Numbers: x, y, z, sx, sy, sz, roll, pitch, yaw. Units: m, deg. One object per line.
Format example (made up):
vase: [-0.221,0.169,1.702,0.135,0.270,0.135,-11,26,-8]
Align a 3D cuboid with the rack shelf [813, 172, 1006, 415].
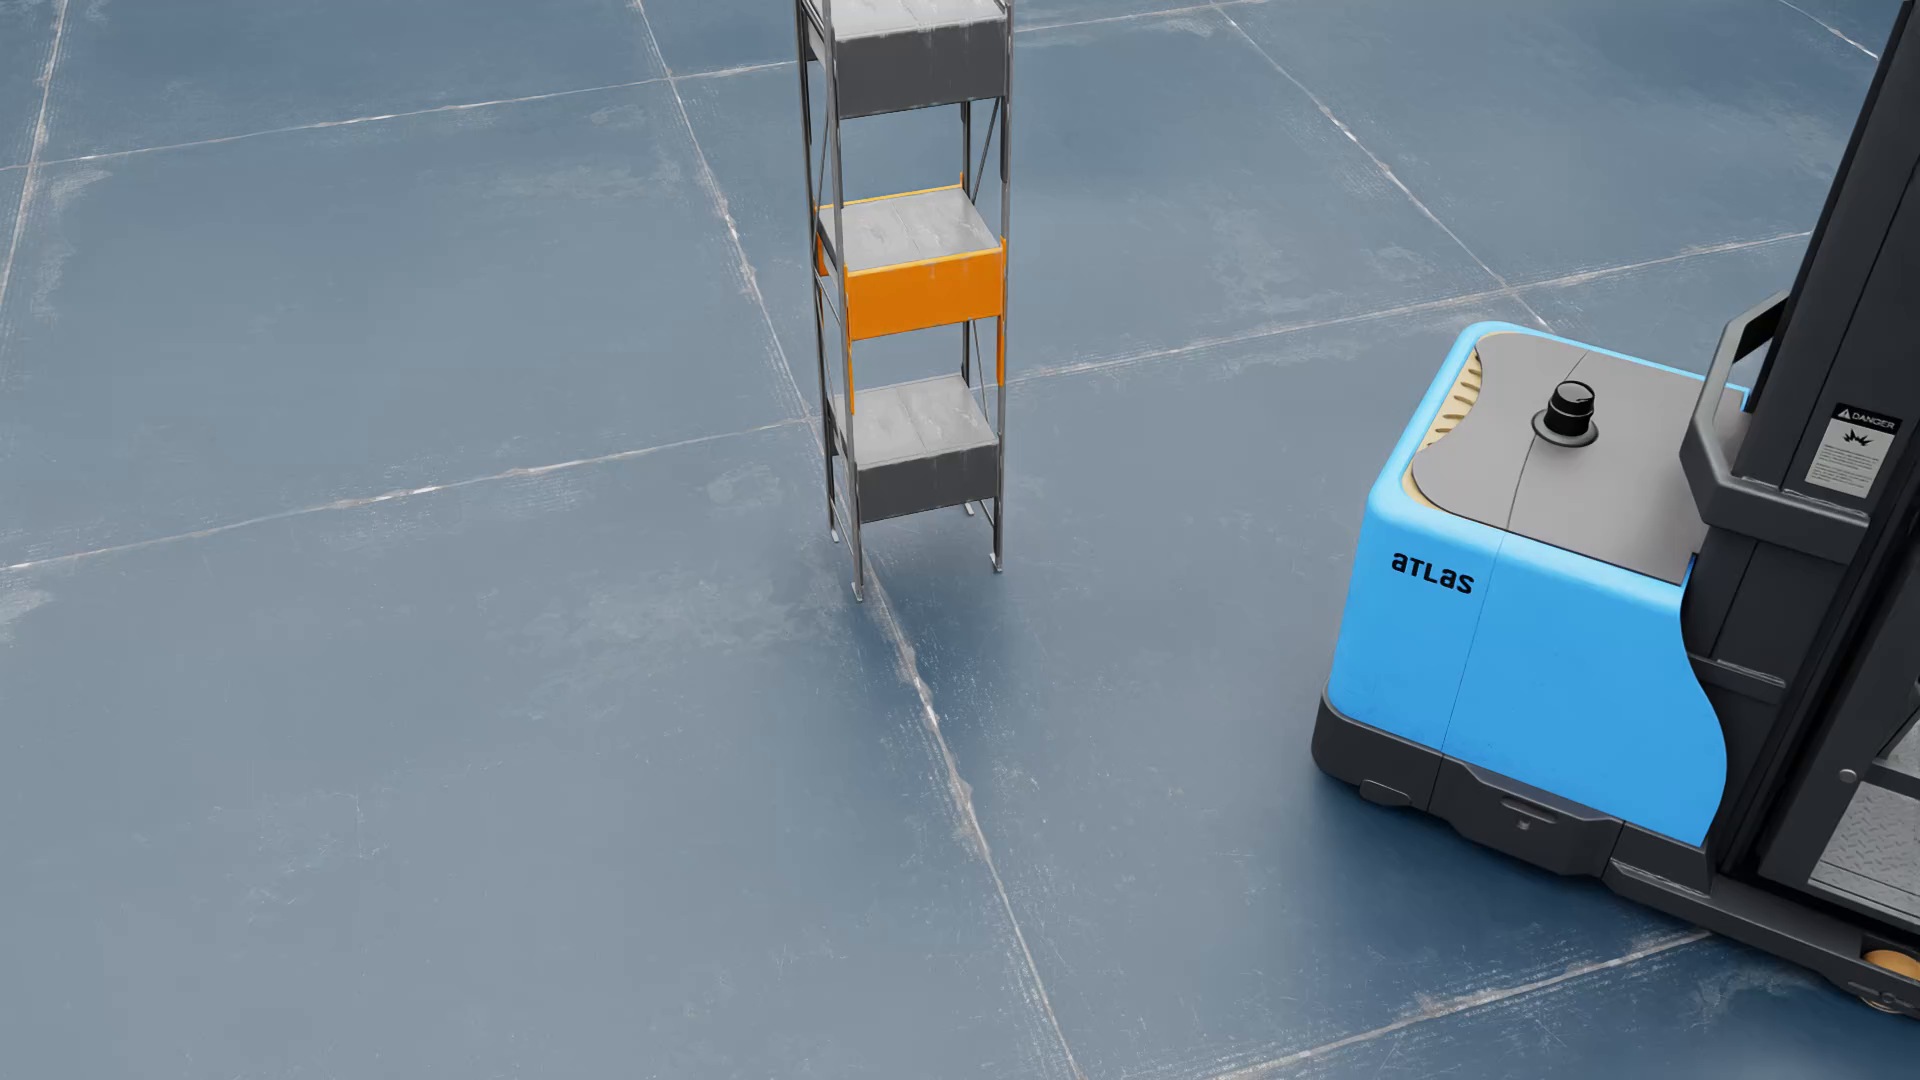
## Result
rack shelf: [-0.158,-0.748,5.031,0.480,0.518,0.431,-12,42,-13]

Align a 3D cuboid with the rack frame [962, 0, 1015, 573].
rack frame: [0.075,-0.806,5.077,0.015,2.100,0.400,-12,42,-13]

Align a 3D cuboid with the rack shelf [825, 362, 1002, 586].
rack shelf: [-0.158,-0.221,5.491,0.480,0.518,0.431,-12,42,-13]

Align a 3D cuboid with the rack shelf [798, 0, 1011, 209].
rack shelf: [-0.158,-1.275,4.570,0.480,0.518,0.431,-12,42,-13]

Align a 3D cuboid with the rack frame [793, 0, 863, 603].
rack frame: [-0.391,-0.710,4.967,0.015,2.100,0.400,-12,42,-13]

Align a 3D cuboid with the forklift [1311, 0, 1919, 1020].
forklift: [2.581,-0.214,3.767,3.031,2.935,1.130,20,45,21]

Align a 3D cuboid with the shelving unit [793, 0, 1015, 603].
shelving unit: [-0.158,-0.758,5.022,0.503,2.100,0.431,-12,42,-13]
